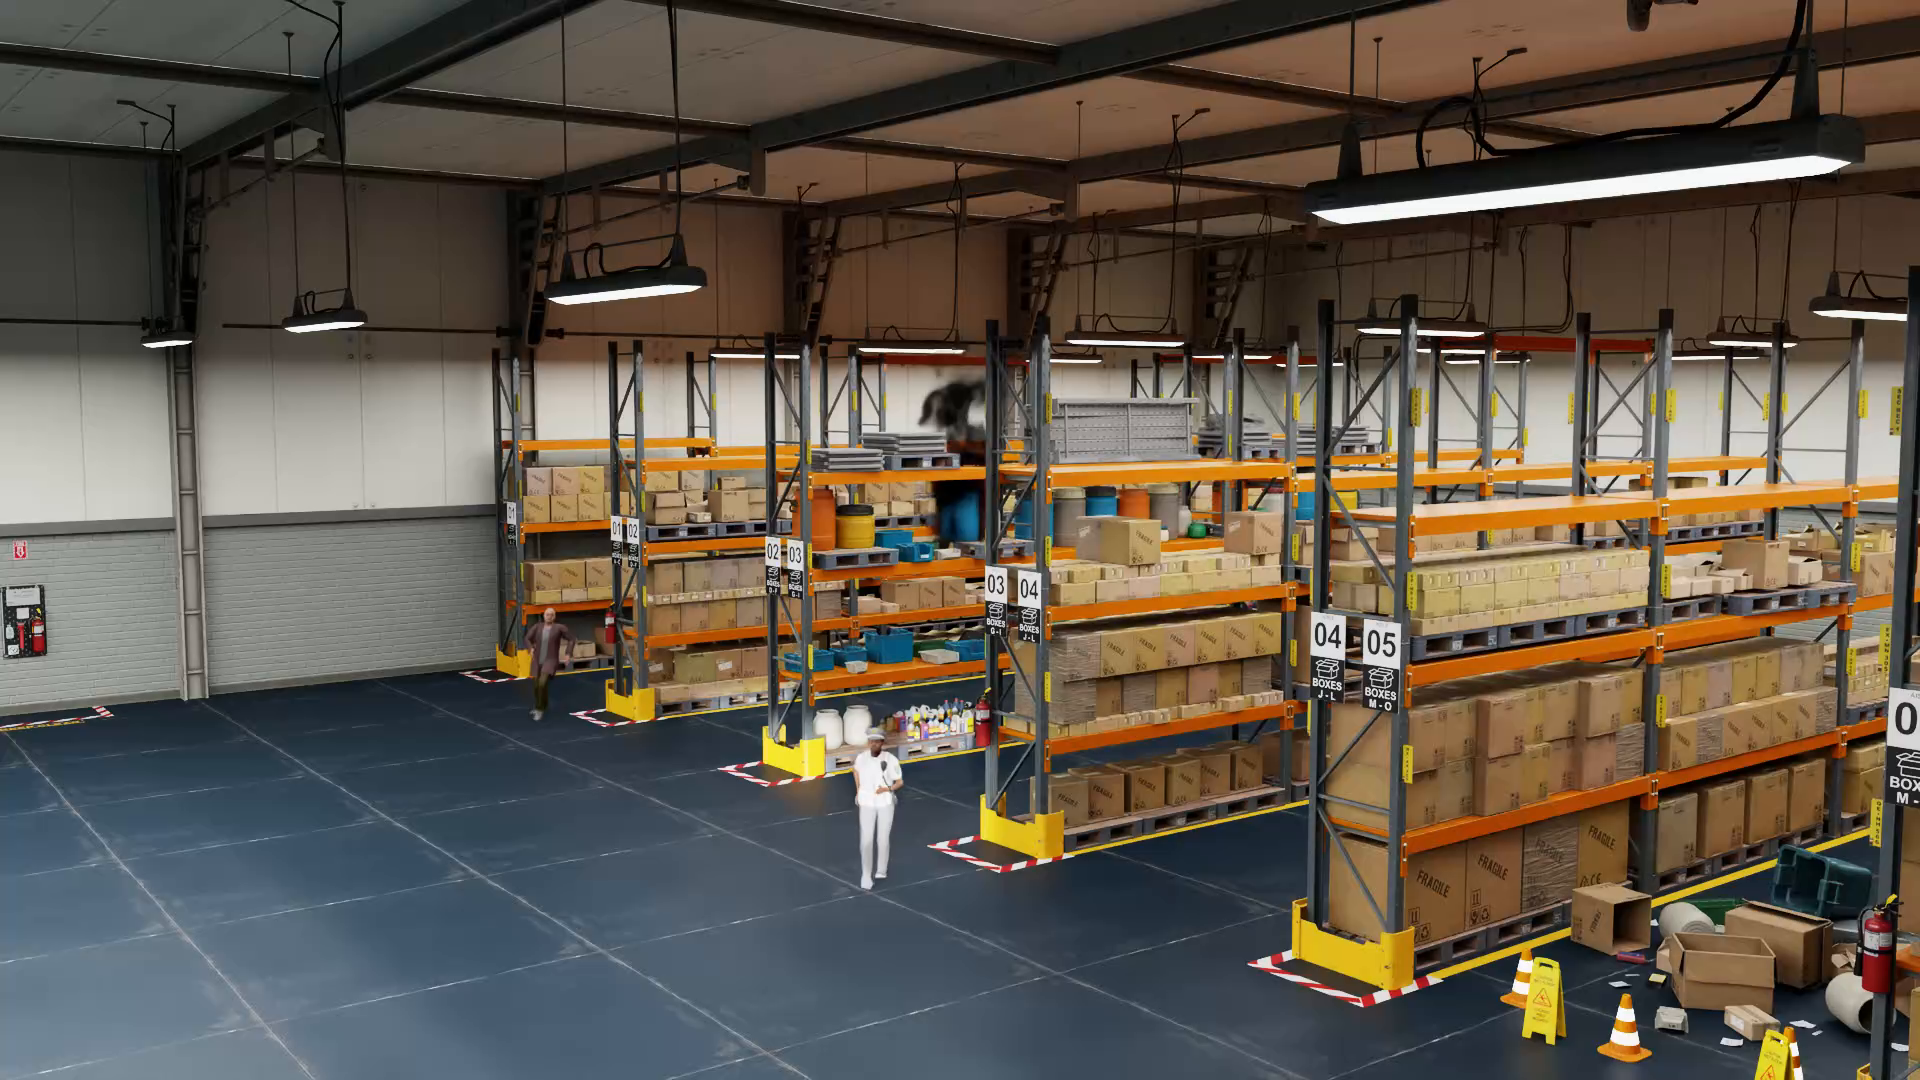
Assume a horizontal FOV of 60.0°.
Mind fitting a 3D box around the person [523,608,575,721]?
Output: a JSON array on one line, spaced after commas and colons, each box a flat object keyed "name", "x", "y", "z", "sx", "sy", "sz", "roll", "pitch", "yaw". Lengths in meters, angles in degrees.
[{"name": "person", "x": -6.569, "y": 1.974, "z": 26.494, "sx": 0.778, "sy": 1.805, "sz": 0.688, "roll": 1, "pitch": 5, "yaw": 7}]

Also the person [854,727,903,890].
[{"name": "person", "x": -0.865, "y": 2.802, "z": 17.425, "sx": 0.550, "sy": 1.715, "sz": 0.703, "roll": 0, "pitch": 5, "yaw": 3}]
